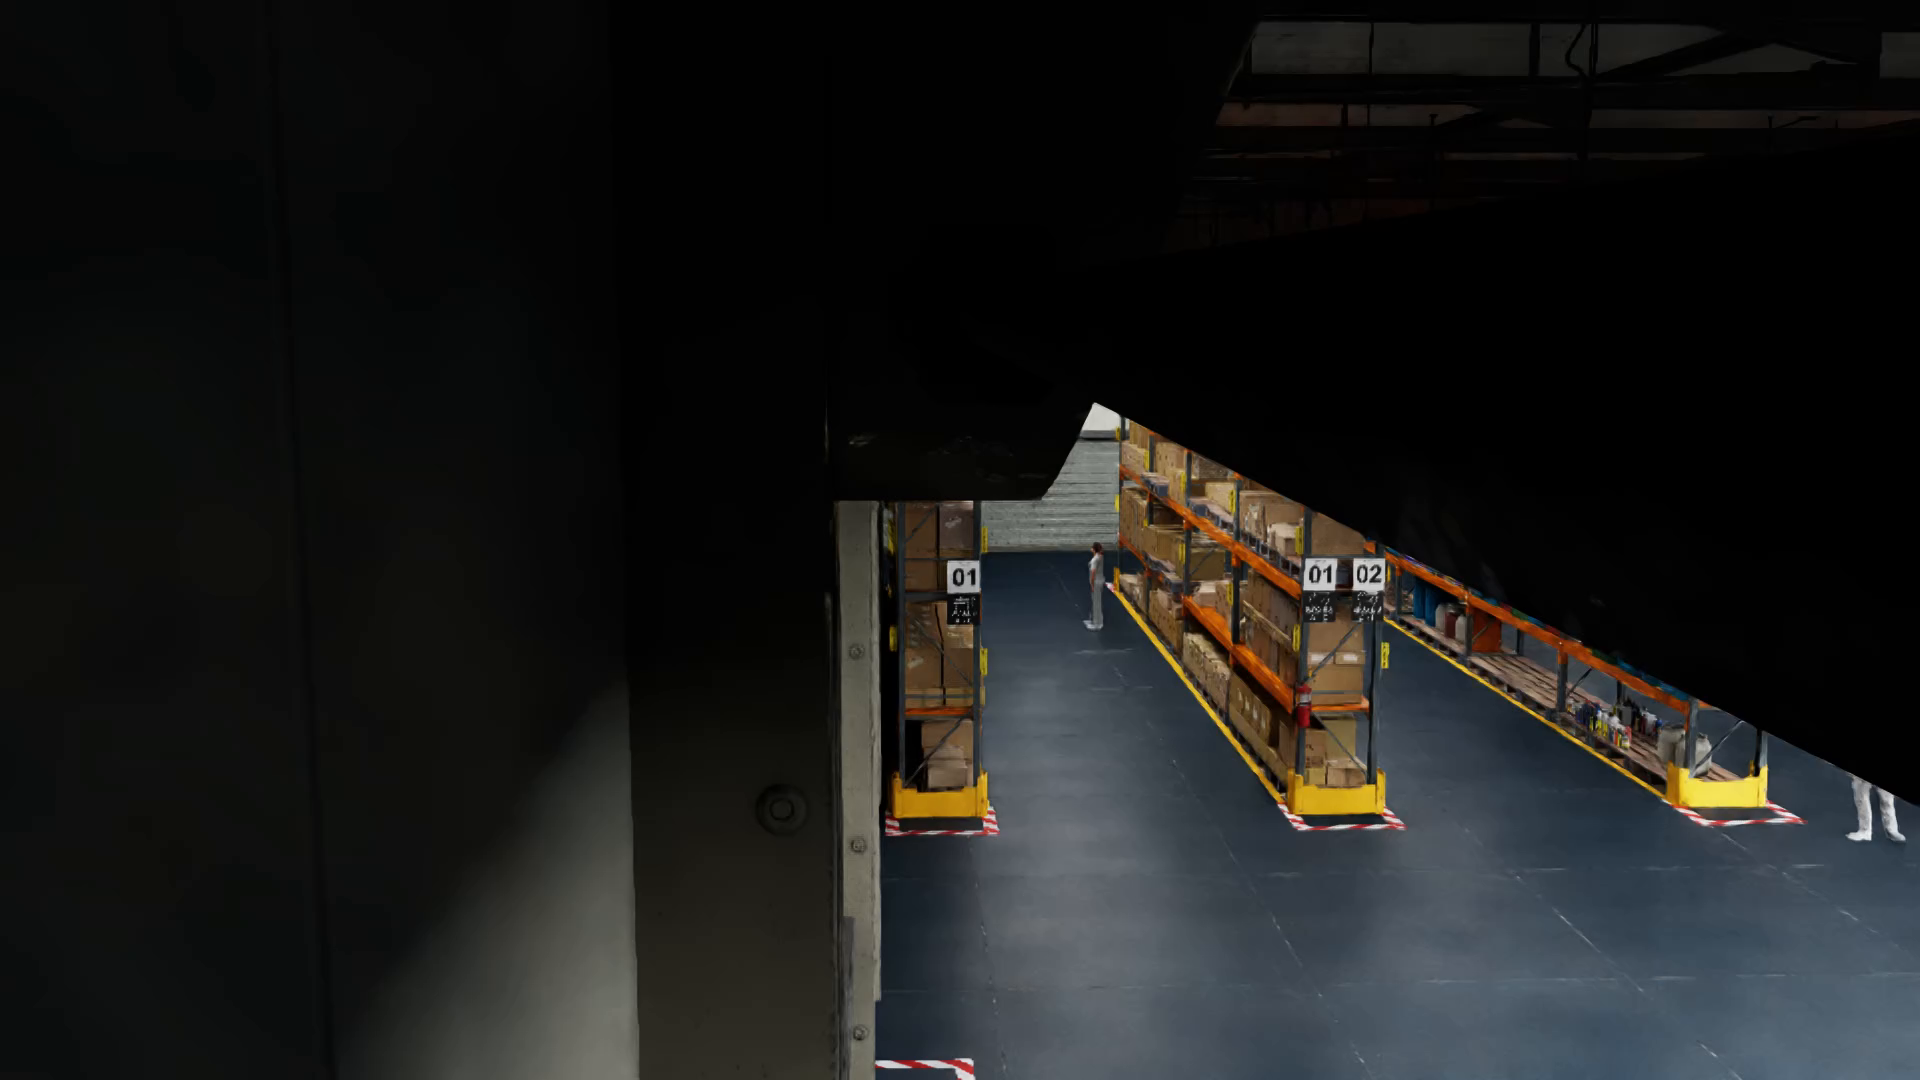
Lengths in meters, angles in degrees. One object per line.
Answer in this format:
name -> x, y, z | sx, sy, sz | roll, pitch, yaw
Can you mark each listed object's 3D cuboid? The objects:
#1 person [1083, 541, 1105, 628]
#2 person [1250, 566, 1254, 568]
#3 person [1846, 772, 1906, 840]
person -> 2.603, 0.851, 32.285 | 0.476, 1.675, 0.487 | 4, 9, 27
person -> 5.736, 0.949, 31.501 | 0.544, 1.697, 1.102 | 0, 8, -1
person -> 10.791, 2.658, 19.573 | 0.557, 1.779, 0.659 | -5, 10, -31
